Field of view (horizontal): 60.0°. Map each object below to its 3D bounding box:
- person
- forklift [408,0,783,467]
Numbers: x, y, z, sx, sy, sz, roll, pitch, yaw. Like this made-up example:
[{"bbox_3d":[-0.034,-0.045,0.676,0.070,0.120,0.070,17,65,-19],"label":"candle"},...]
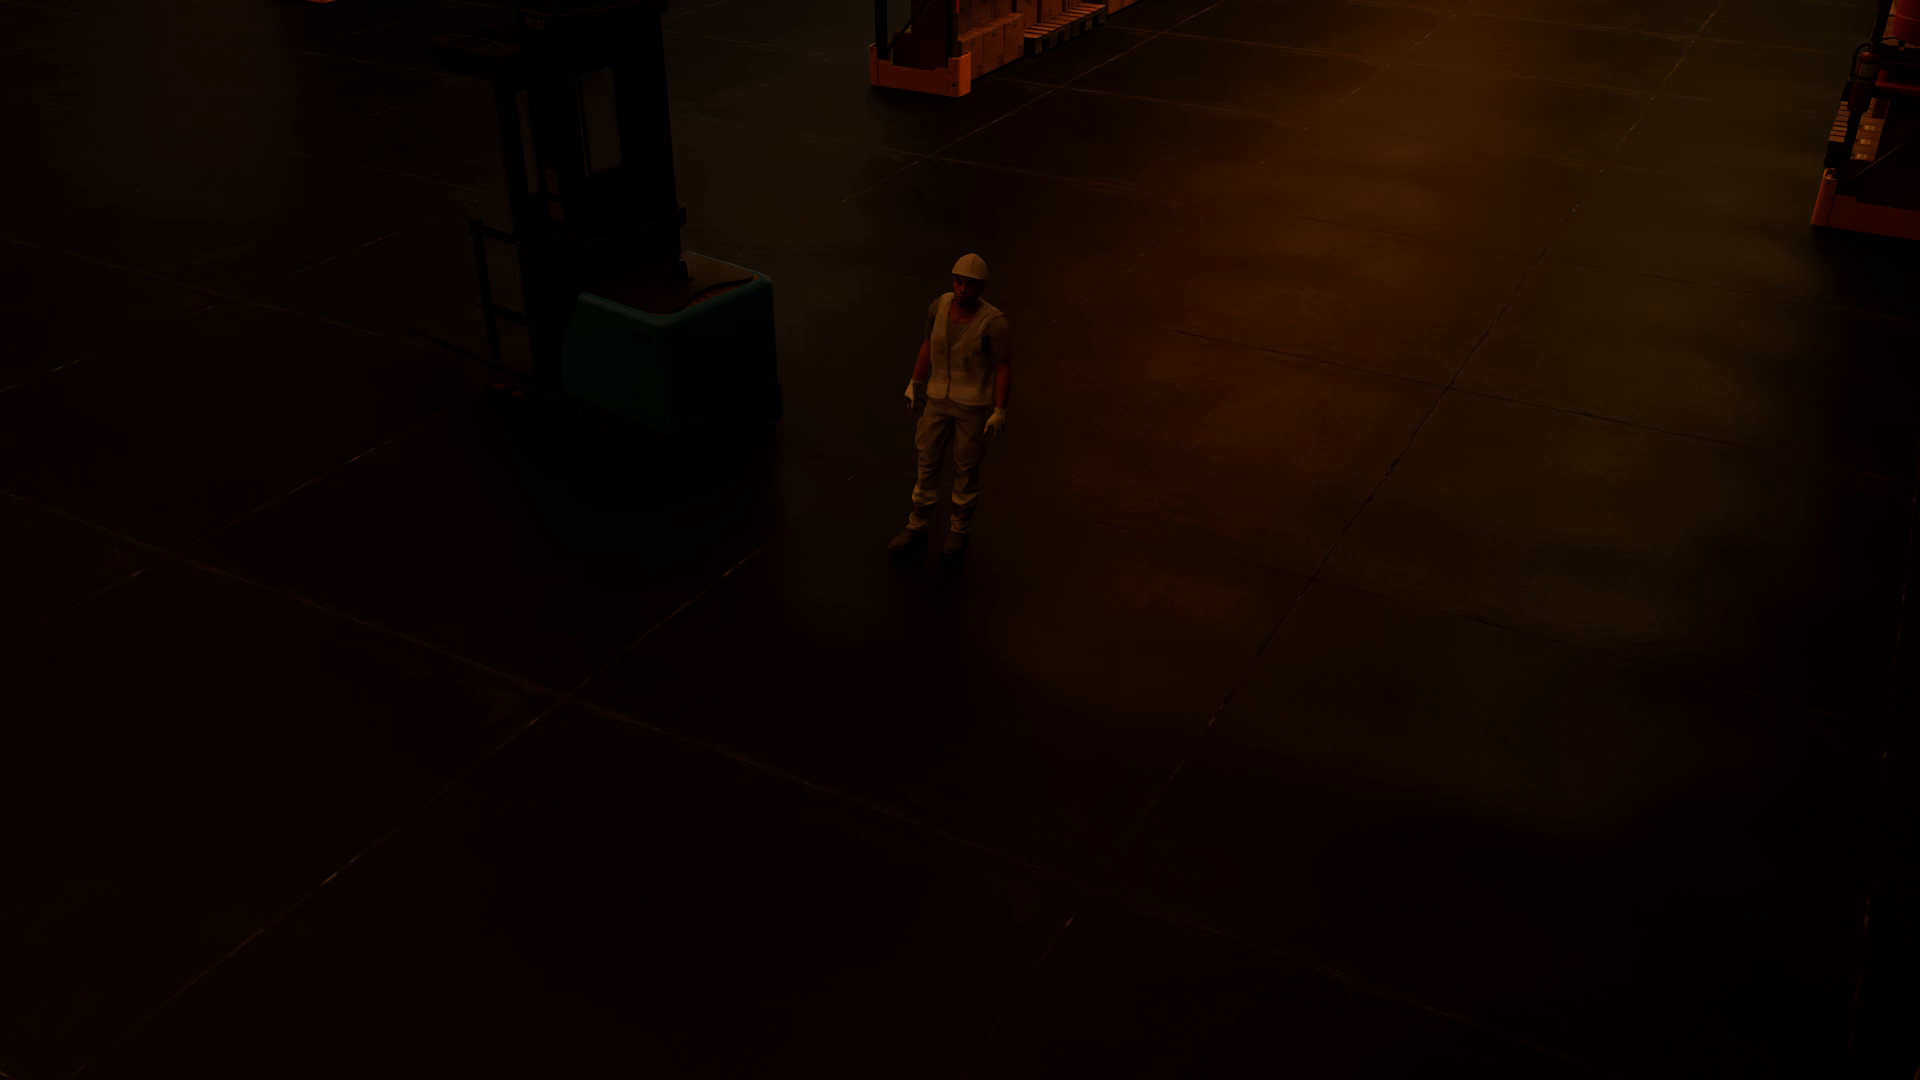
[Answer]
[{"bbox_3d":[-0.050,-0.749,9.496,0.637,1.790,0.562,15,33,25],"label":"person"},{"bbox_3d":[-2.685,-2.327,11.102,3.031,2.935,1.130,21,36,32],"label":"forklift"}]
